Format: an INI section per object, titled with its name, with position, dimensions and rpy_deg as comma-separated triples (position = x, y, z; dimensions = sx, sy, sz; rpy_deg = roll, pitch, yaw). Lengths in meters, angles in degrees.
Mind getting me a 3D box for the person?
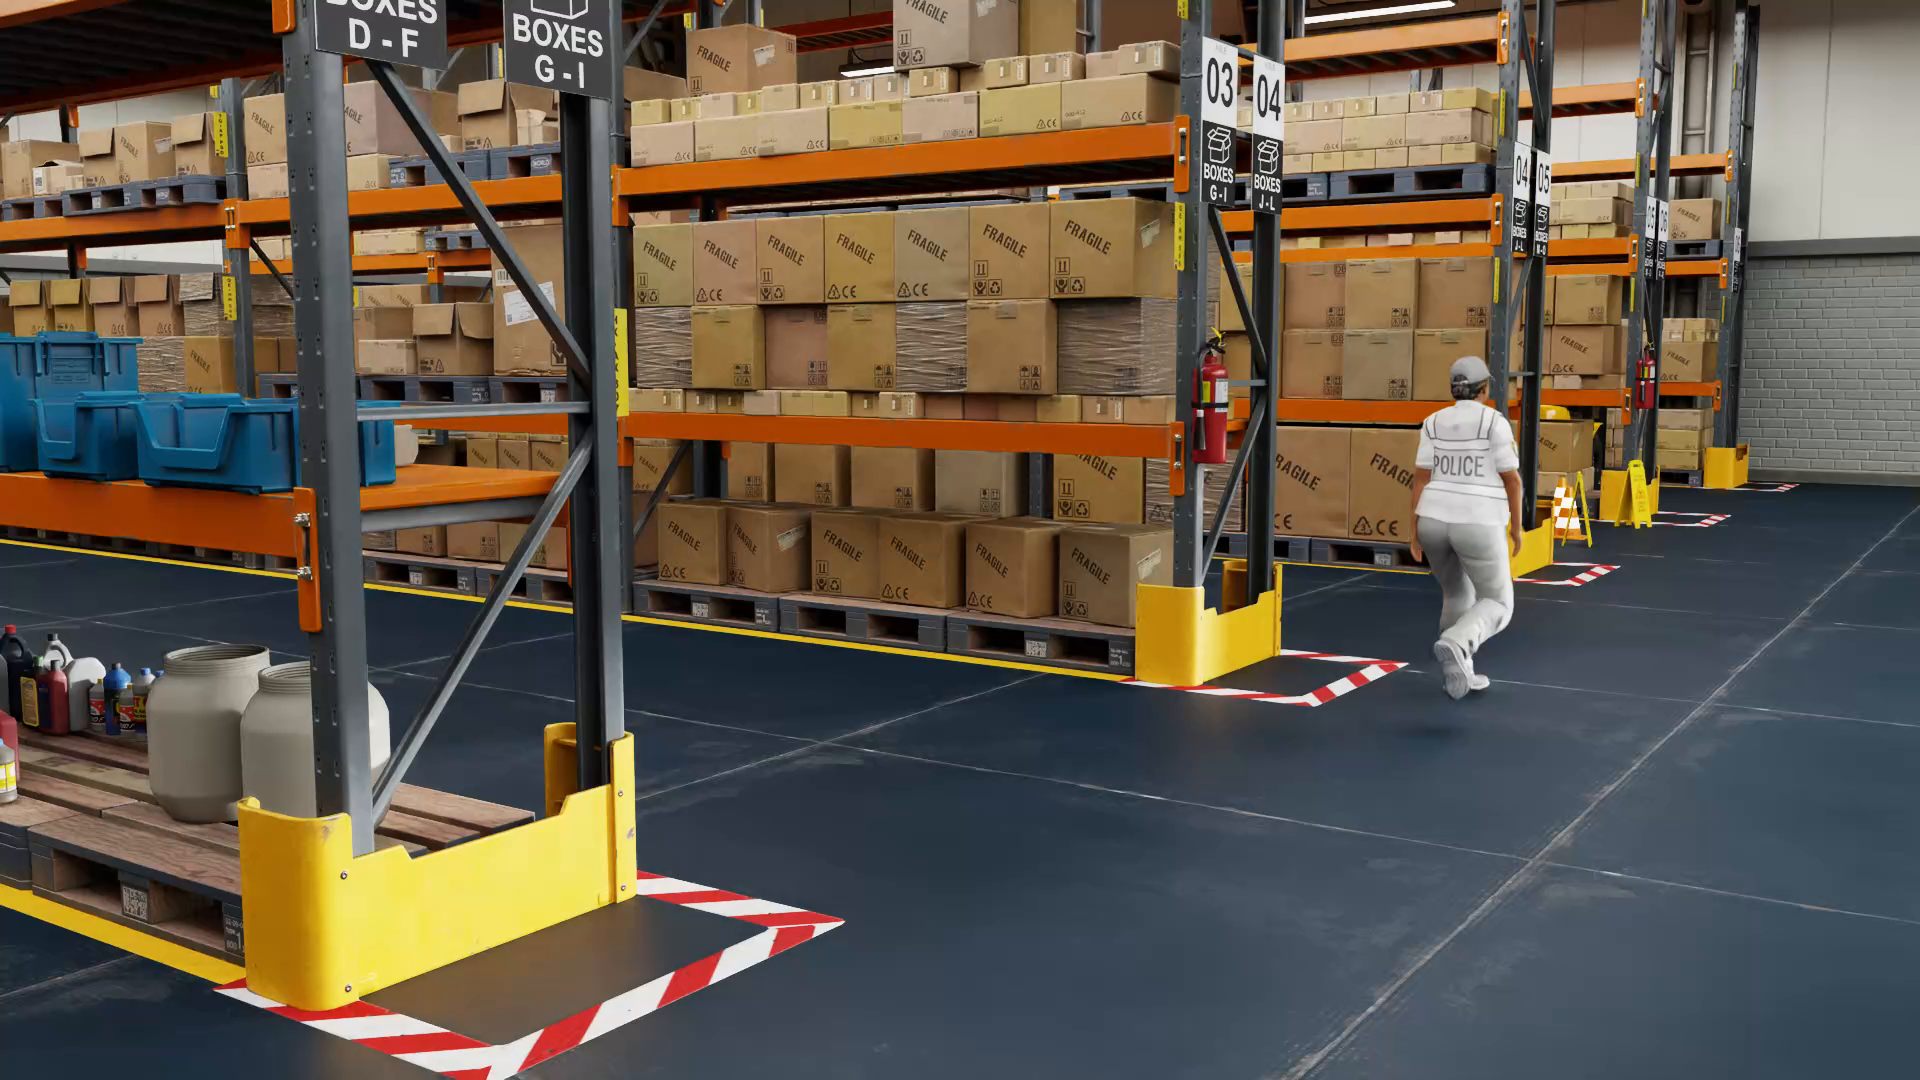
[person]
position = 2.376, -0.053, 7.892
dimensions = 0.503, 1.631, 0.761
rpy_deg = 6, 9, 44
